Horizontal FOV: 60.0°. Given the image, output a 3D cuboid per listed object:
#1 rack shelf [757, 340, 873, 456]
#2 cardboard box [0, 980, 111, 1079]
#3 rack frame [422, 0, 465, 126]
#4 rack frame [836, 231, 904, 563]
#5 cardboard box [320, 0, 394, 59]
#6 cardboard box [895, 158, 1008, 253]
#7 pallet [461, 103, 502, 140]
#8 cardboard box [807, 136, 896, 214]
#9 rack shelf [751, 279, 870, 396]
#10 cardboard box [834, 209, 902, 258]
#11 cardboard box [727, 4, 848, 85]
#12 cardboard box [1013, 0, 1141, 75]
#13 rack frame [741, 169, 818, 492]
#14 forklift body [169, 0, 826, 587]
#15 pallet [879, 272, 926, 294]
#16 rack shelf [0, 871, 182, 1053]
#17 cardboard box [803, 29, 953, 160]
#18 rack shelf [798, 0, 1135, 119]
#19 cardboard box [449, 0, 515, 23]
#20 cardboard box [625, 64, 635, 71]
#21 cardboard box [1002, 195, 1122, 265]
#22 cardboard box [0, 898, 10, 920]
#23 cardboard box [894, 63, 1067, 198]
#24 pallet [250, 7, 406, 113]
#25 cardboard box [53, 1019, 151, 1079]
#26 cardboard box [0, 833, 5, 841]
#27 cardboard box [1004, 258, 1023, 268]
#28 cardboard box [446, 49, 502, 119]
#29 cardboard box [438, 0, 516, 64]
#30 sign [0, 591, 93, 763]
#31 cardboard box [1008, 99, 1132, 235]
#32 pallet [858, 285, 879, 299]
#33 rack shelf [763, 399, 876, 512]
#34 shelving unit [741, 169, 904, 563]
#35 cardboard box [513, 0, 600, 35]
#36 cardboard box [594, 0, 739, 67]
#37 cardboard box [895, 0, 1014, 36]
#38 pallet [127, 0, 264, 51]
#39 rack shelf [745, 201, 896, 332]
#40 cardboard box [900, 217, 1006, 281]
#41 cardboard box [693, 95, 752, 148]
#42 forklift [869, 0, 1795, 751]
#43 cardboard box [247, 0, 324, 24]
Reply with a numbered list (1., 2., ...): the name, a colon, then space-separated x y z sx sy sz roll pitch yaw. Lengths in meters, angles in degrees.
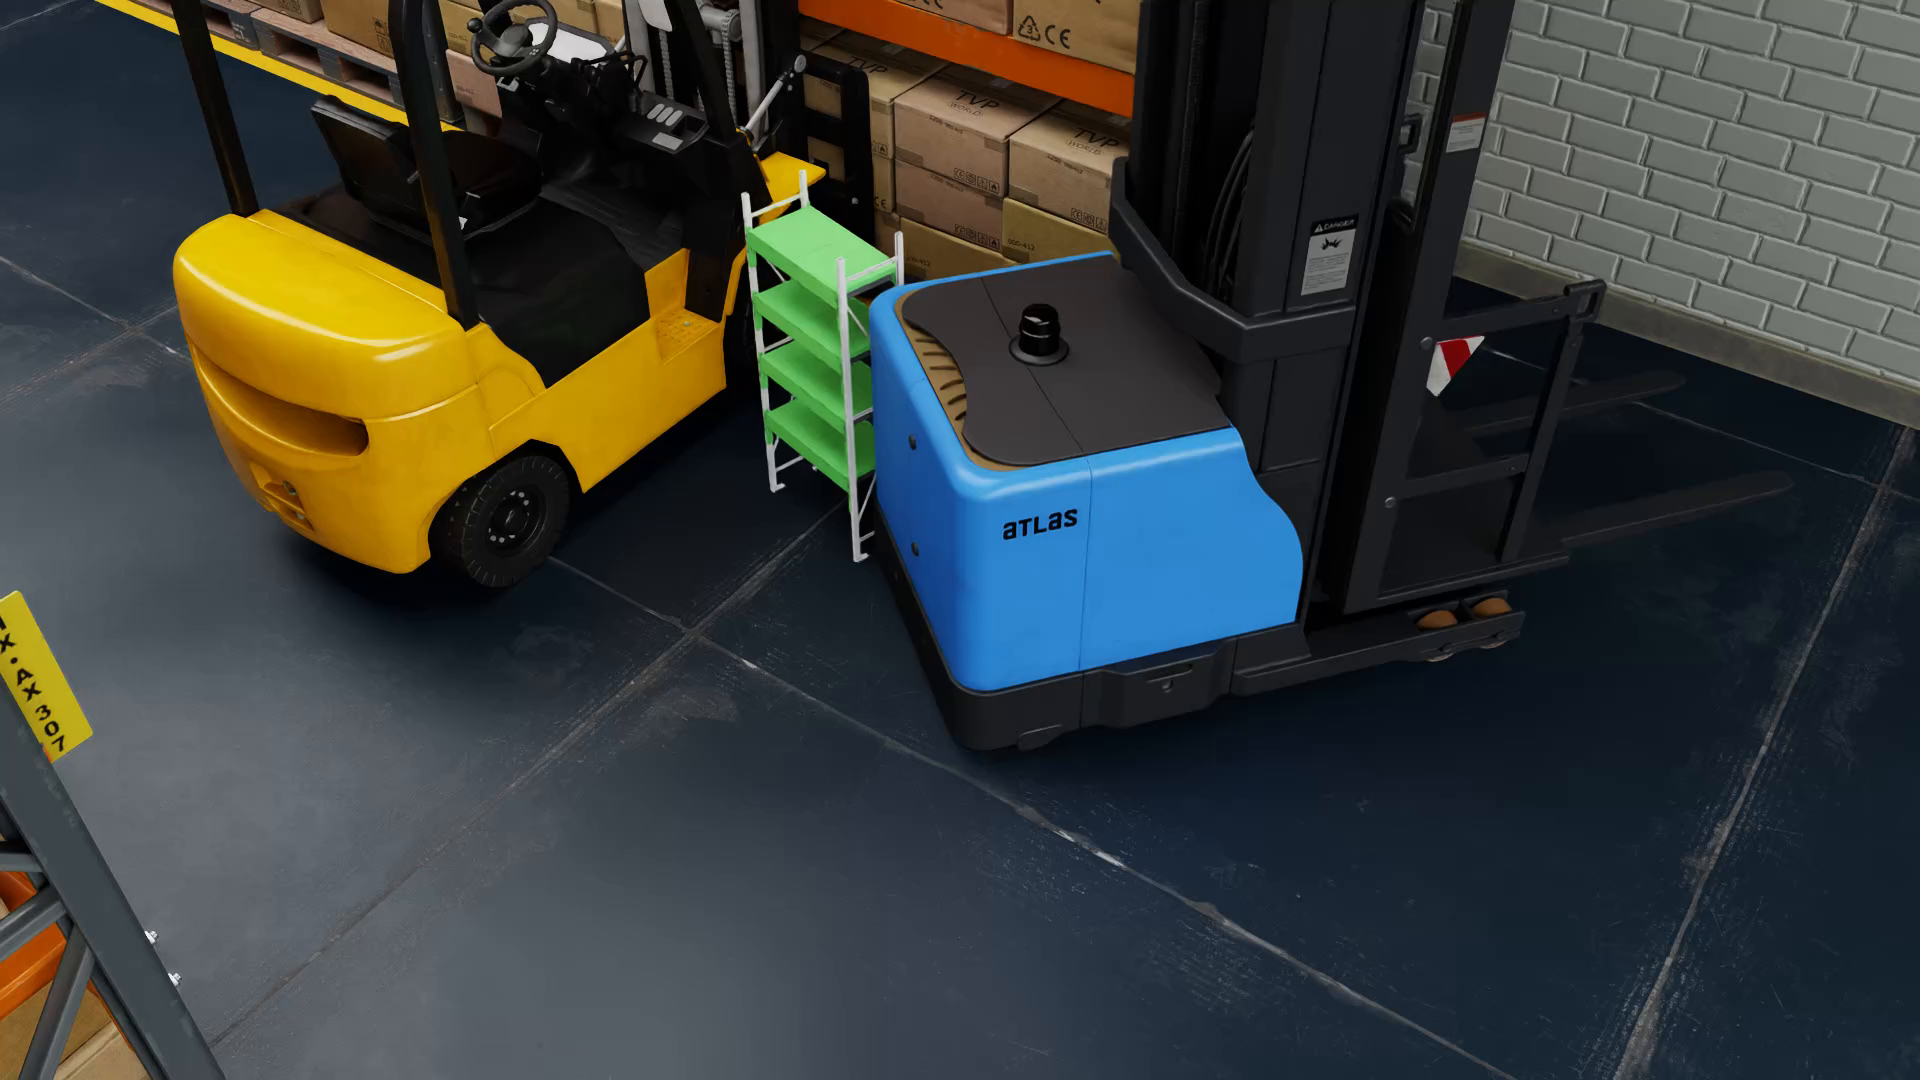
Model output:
1. rack shelf: -0.424 -0.501 5.506 0.258 0.148 0.480 -29 49 -29
2. cardboard box: -2.290 0.963 3.609 0.500 0.500 0.500 24 47 24
3. rack frame: -2.196 -3.400 7.300 0.127 3.000 1.000 25 48 25
4. rack frame: -0.267 -0.424 5.324 0.240 1.200 0.015 -29 49 -29
5. cardboard box: -2.630 -2.865 8.168 0.625 0.625 0.875 27 48 27
6. cardboard box: 0.096 -1.400 6.437 0.500 0.250 0.500 25 47 25
7. pallet: -1.569 -2.033 7.864 1.213 0.211 1.003 25 48 25
8. cardboard box: -0.339 -1.586 6.645 0.500 0.250 0.500 24 47 24
9. rack shelf: -0.424 -0.680 5.346 0.258 0.148 0.480 -29 49 -29
10. cardboard box: -0.294 -1.399 6.811 0.500 0.250 0.500 26 48 26
11. cardboard box: -0.728 -1.957 6.685 0.500 0.250 0.500 24 47 25
12. cardboard box: 0.525 -1.950 5.605 0.500 0.500 0.500 24 47 24
13. rack frame: -0.582 -0.673 5.602 0.240 1.200 0.015 -29 49 -29
14. forklift body: -1.521 -1.282 5.570 1.214 2.155 2.313 25 48 25
15. pallet: 0.428 -1.099 6.820 1.213 0.211 1.003 25 48 25
16. rack shelf: -3.406 0.346 3.654 4.000 0.370 1.077 25 48 25
17. cardboard box: -0.318 -1.759 6.463 0.500 0.250 0.500 26 48 26
18. rack shelf: -0.559 -2.366 6.684 4.000 0.370 1.077 25 48 25
19. cardboard box: -1.980 -2.547 7.345 0.500 0.250 0.500 24 47 25
20. cardboard box: -1.159 -1.973 7.078 0.500 0.250 0.500 25 47 25
21. cardboard box: 0.501 -1.202 6.216 0.500 0.250 0.500 24 47 25
22. cardboard box: -1.928 0.694 2.914 0.250 0.149 0.380 25 48 25
23. cardboard box: 0.101 -1.571 6.253 0.500 0.250 0.500 26 48 26
24. pallet: -2.822 -2.621 8.521 1.213 0.211 1.003 25 48 25
25. cardboard box: -2.270 1.252 3.849 0.500 0.250 0.500 25 47 25
26. cardboard box: -1.997 0.362 2.797 0.500 0.500 0.500 24 47 25
27. cardboard box: 0.512 -1.007 6.373 0.500 0.250 0.500 25 48 26
28. cardboard box: -1.990 -2.165 7.668 0.500 0.250 0.500 26 48 26
29. cardboard box: -1.978 -2.364 7.515 0.500 0.250 0.500 25 47 25
30. sign: -1.457 0.224 2.601 0.005 0.325 0.100 25 48 25
31. cardboard box: 0.523 -1.379 6.038 0.500 0.250 0.500 27 48 27
32. pallet: -0.566 -1.566 7.342 1.213 0.211 1.003 25 48 25
33. rack shelf: -0.424 -0.322 5.666 0.258 0.148 0.480 -29 49 -29
34. shelving unit: -0.424 -0.548 5.463 0.258 1.200 0.503 -29 49 -29
35. cardboard box: -1.568 -2.346 7.120 0.500 0.250 0.500 25 48 25
36. cardboard box: -1.154 -2.162 6.914 0.500 0.250 0.500 27 48 27
37. cardboard box: 0.105 -2.154 5.833 0.500 0.500 0.500 27 48 27
38. pallet: -3.825 -3.088 9.043 1.213 0.211 1.003 25 48 25
39. rack shelf: -0.424 -0.858 5.186 0.258 0.148 0.480 -29 49 -29
40. cardboard box: 0.111 -1.203 6.592 0.500 0.250 0.500 25 48 25
41. cardboard box: -0.746 -1.780 6.861 0.500 0.250 0.500 25 47 25
42. forklift: 1.288 -1.030 4.703 3.031 2.935 1.130 -12 43 -13
43. cardboard box: -3.261 -3.166 8.505 0.625 0.625 0.875 25 47 25
